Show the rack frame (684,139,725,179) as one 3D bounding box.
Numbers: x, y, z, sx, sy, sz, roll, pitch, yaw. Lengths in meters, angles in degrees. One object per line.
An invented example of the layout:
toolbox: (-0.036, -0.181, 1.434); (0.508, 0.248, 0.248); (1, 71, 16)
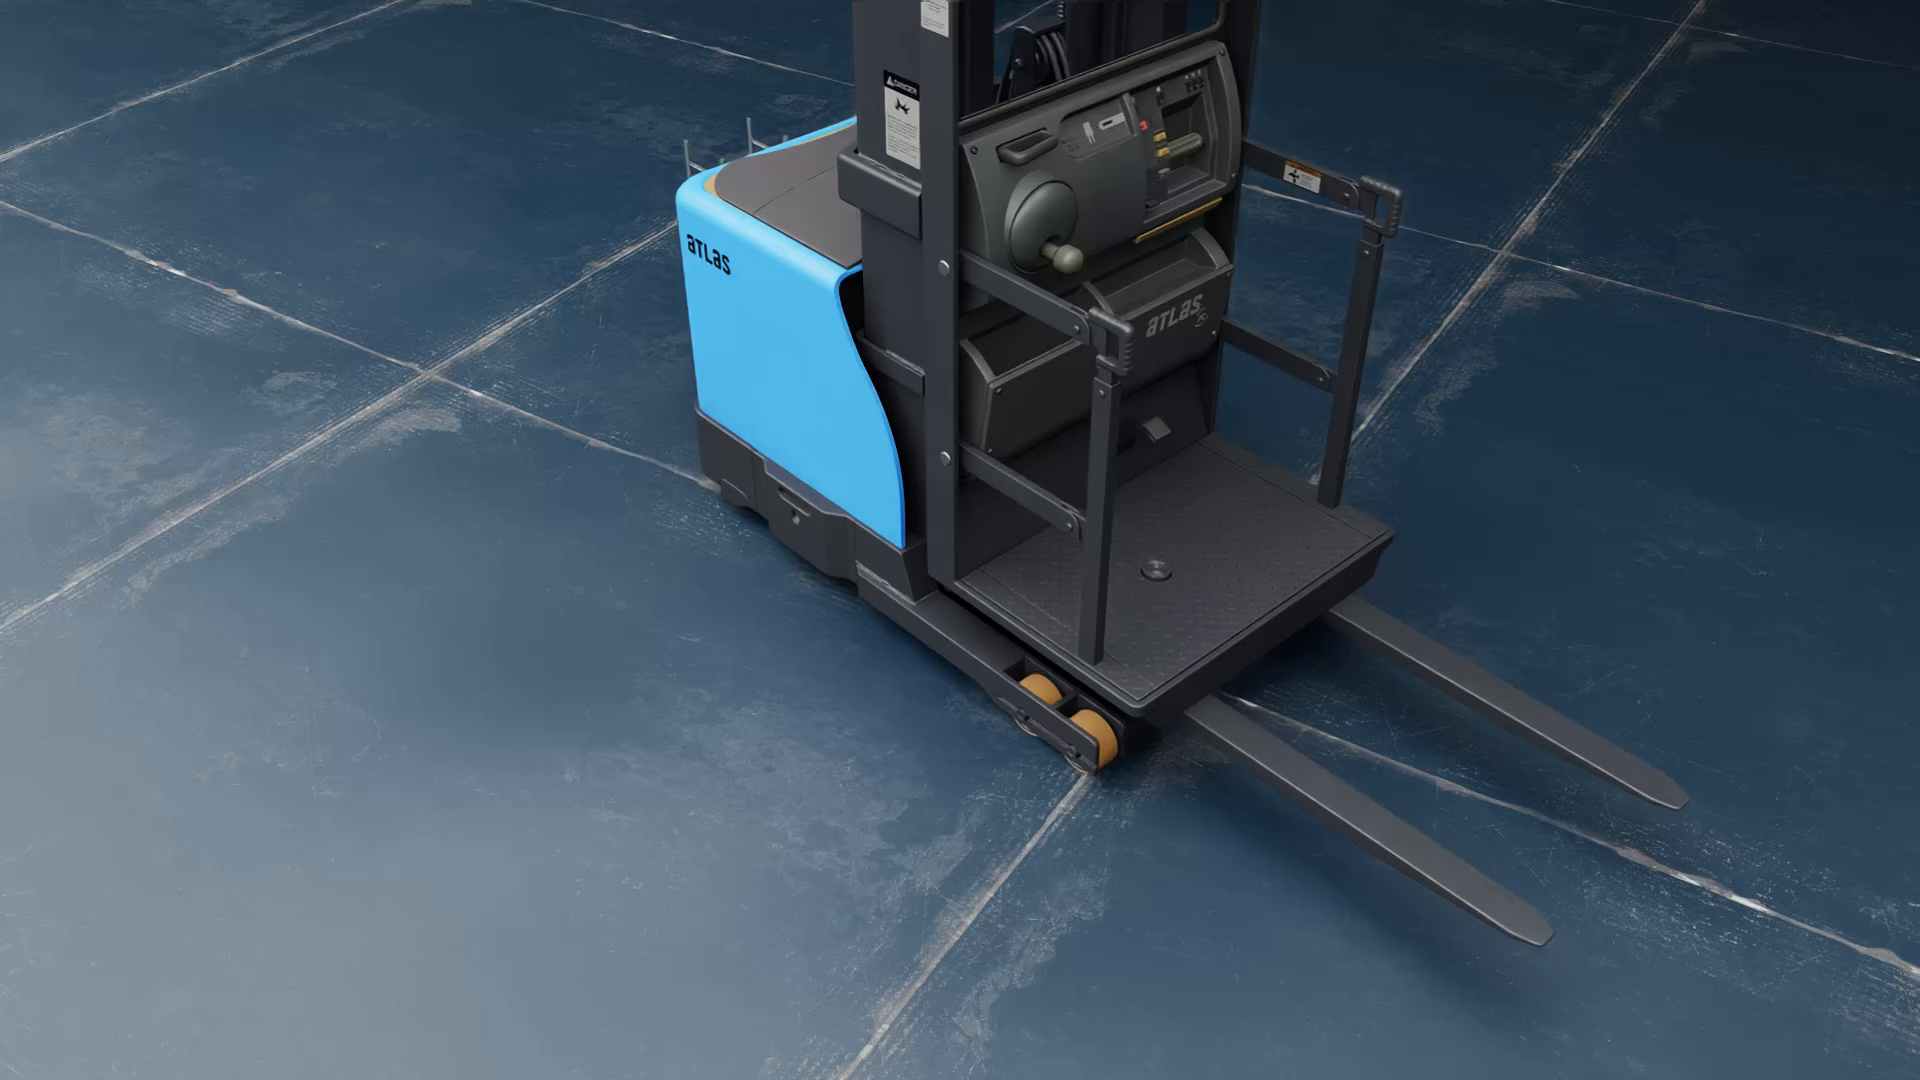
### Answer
rack frame: (-0.781, -0.775, 5.396); (0.008, 1.050, 0.200); (-30, 47, -33)

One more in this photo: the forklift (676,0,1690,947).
forklift: (0.517, -0.895, 4.010); (1.130, 2.935, 3.031); (-29, 46, -32)

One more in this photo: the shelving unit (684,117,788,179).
shelving unit: (-0.693, -0.827, 5.462); (0.252, 1.050, 0.215); (-30, 47, -33)

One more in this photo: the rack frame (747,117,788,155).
rack frame: (-0.604, -0.878, 5.529); (0.008, 1.050, 0.200); (-30, 47, -33)
